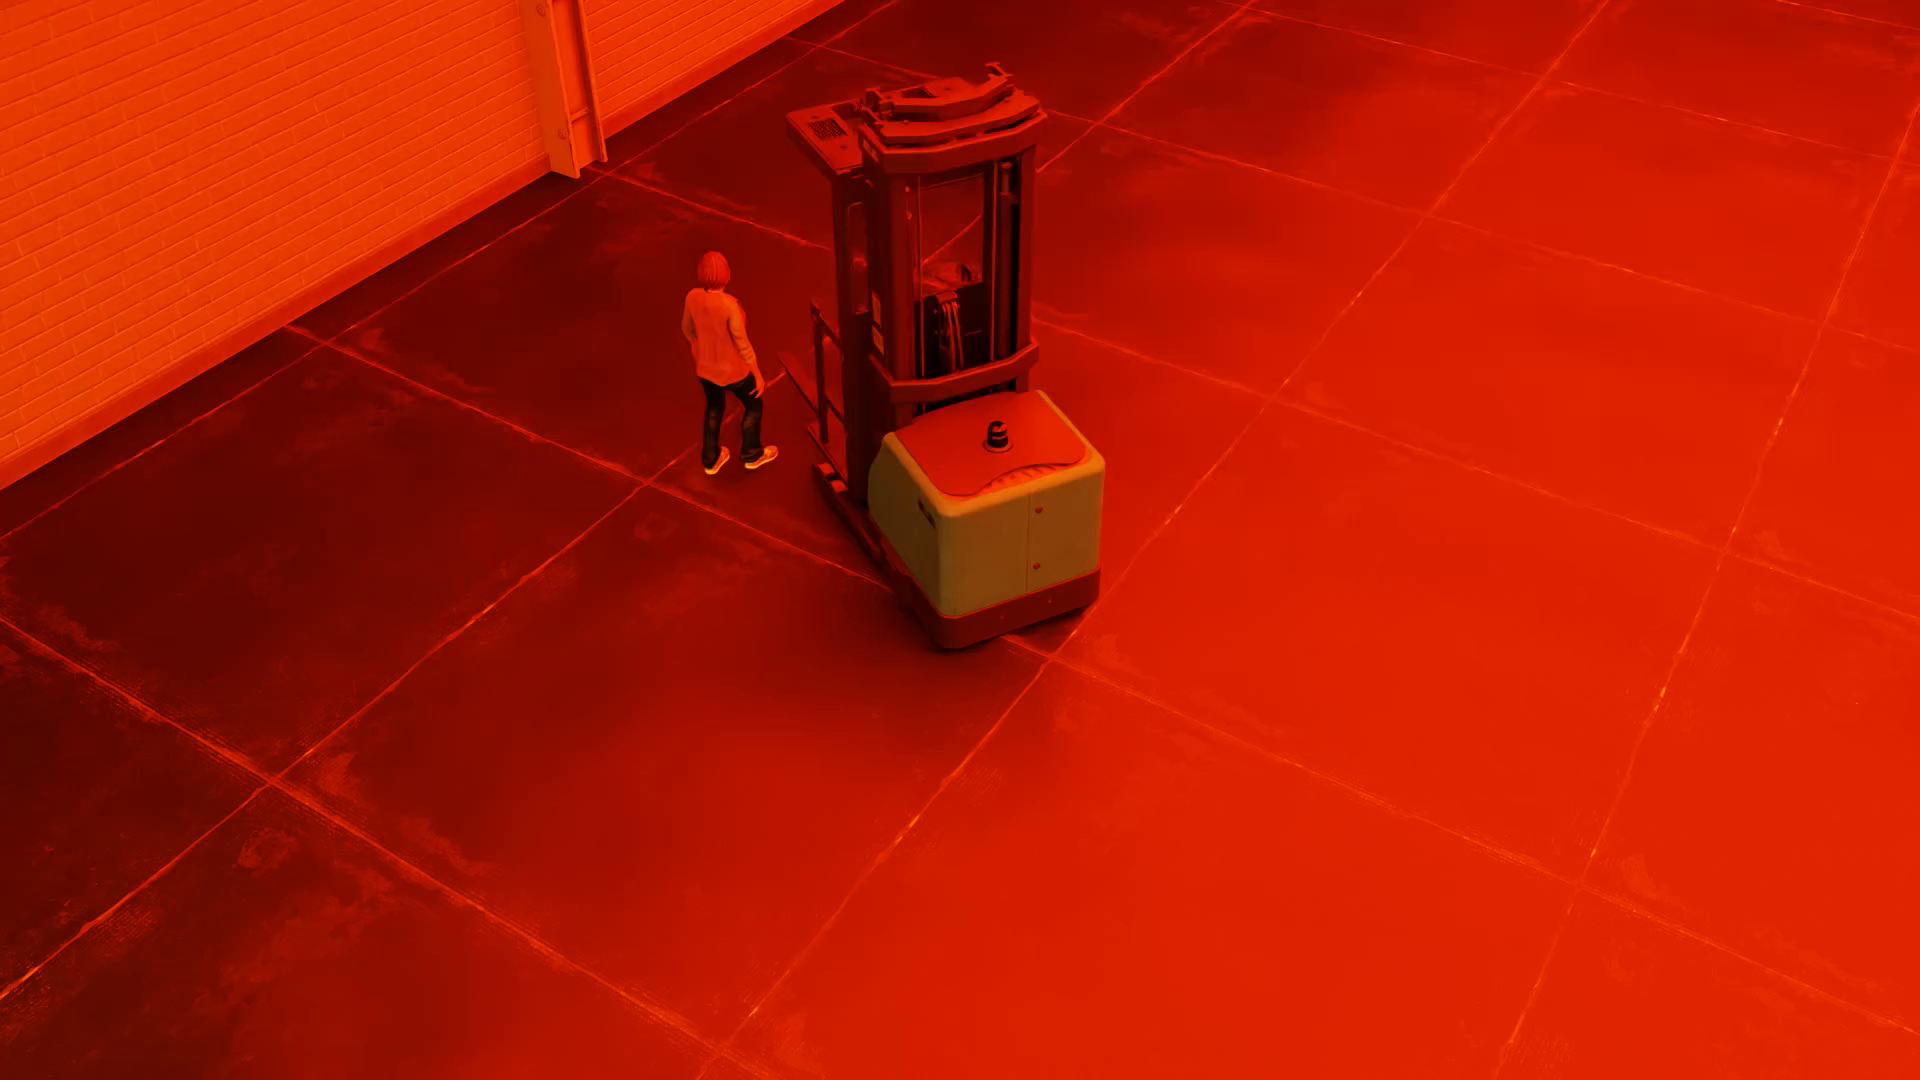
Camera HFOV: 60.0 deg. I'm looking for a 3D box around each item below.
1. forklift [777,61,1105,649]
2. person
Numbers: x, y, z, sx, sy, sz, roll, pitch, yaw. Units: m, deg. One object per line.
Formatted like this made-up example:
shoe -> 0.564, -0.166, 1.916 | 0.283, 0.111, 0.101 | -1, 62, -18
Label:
forklift -> -0.287, -1.451, 9.679 | 1.130, 2.935, 3.031 | -18, 43, -20
person -> -1.432, -1.095, 10.307 | 0.595, 1.579, 0.449 | 18, 44, 20
